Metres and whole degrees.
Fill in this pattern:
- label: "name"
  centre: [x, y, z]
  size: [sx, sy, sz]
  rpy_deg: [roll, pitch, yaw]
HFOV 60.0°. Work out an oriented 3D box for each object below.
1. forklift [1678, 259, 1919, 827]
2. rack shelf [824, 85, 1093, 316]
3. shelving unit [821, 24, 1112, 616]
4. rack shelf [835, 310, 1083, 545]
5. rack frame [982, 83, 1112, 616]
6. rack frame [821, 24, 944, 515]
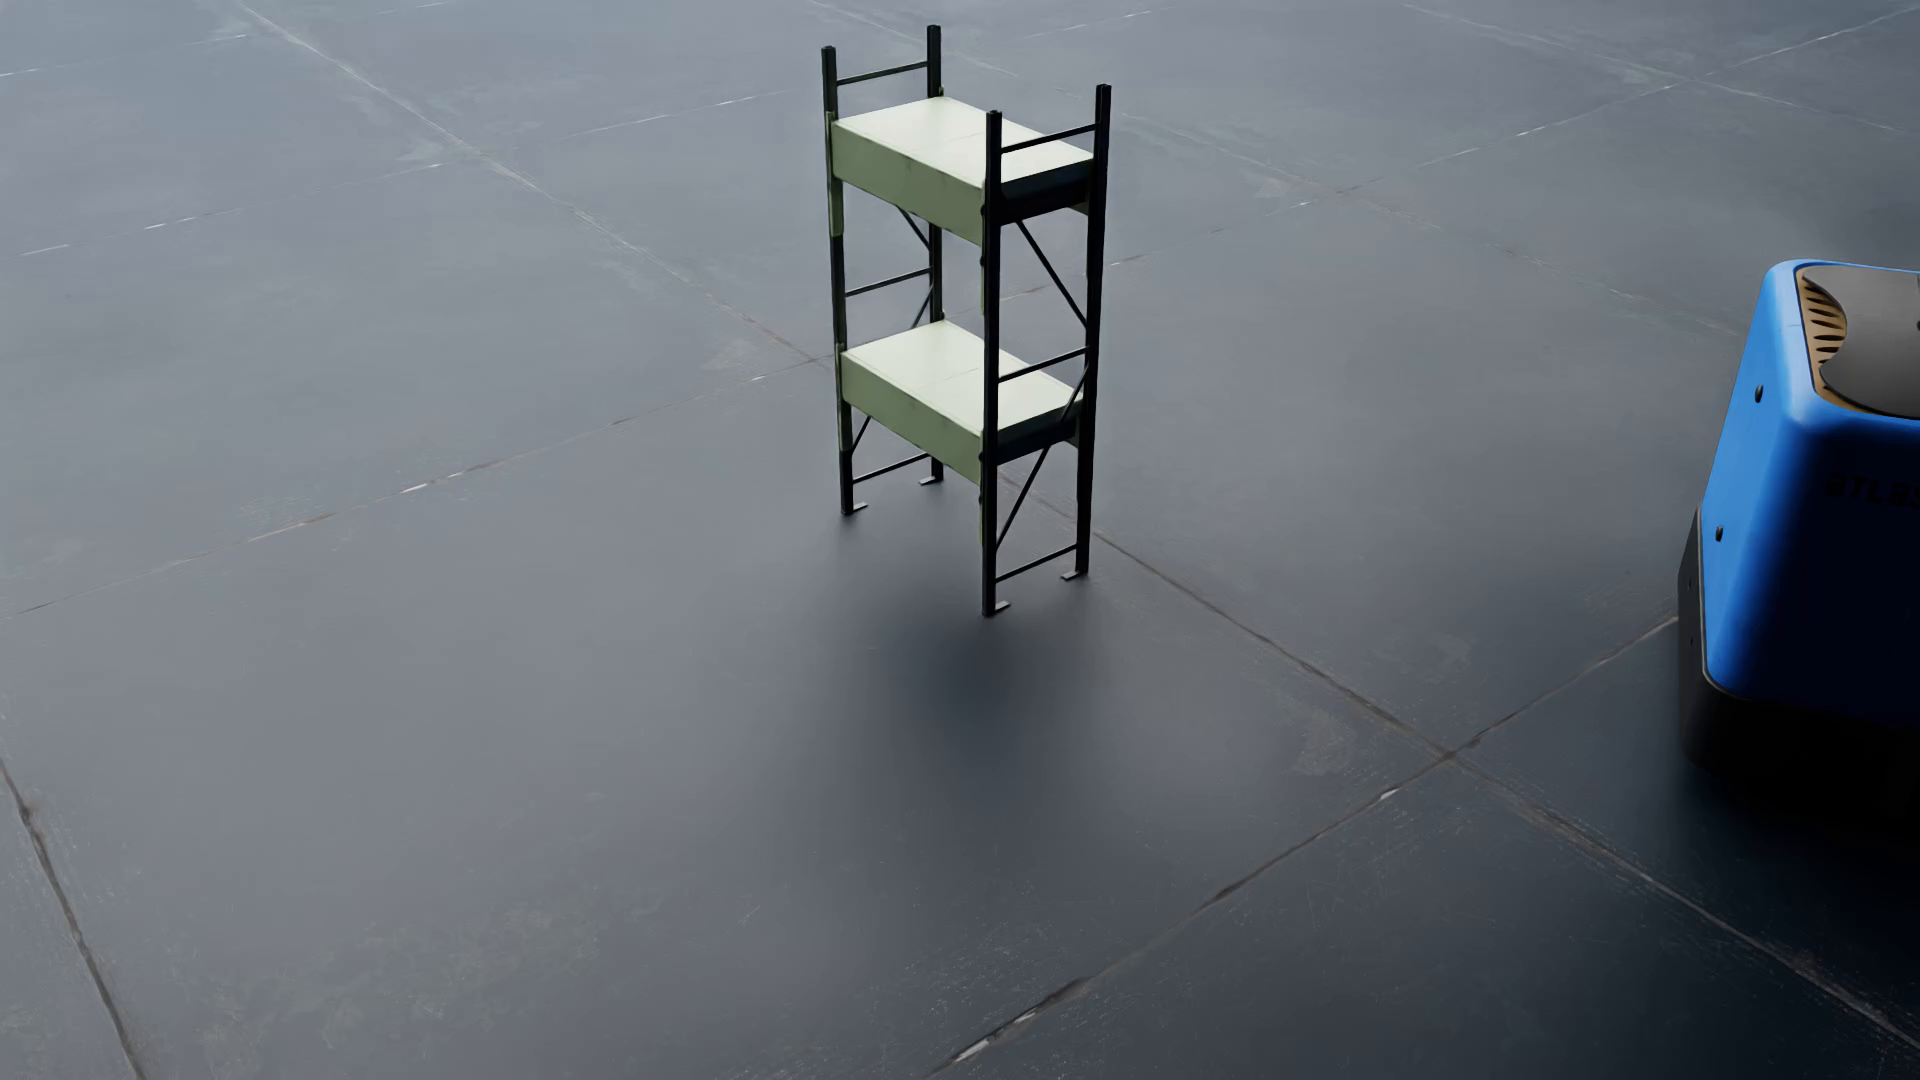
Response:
- label: "forklift"
  centre: [3.417, -0.598, 3.434]
  size: [3.031, 2.935, 1.130]
  rpy_deg: [11, 33, 17]
- label: "rack shelf"
  centre: [0.004, -0.966, 4.644]
  size: [0.431, 0.370, 0.720]
  rpy_deg: [-22, 38, -31]
- label: "shelving unit"
  centre: [0.004, -0.634, 4.850]
  size: [0.431, 1.500, 0.755]
  rpy_deg: [-22, 38, -31]
- label: "rack shelf"
  centre: [0.004, -0.357, 5.022]
  size: [0.431, 0.370, 0.720]
  rpy_deg: [-22, 38, -31]
- label: "rack frame"
  centre: [0.229, -0.482, 4.604]
  size: [0.400, 1.500, 0.023]
  rpy_deg: [-22, 38, -31]
- label: "rack frame"
  centre: [-0.220, -0.787, 5.095]
  size: [0.400, 1.500, 0.023]
  rpy_deg: [-22, 38, -31]
